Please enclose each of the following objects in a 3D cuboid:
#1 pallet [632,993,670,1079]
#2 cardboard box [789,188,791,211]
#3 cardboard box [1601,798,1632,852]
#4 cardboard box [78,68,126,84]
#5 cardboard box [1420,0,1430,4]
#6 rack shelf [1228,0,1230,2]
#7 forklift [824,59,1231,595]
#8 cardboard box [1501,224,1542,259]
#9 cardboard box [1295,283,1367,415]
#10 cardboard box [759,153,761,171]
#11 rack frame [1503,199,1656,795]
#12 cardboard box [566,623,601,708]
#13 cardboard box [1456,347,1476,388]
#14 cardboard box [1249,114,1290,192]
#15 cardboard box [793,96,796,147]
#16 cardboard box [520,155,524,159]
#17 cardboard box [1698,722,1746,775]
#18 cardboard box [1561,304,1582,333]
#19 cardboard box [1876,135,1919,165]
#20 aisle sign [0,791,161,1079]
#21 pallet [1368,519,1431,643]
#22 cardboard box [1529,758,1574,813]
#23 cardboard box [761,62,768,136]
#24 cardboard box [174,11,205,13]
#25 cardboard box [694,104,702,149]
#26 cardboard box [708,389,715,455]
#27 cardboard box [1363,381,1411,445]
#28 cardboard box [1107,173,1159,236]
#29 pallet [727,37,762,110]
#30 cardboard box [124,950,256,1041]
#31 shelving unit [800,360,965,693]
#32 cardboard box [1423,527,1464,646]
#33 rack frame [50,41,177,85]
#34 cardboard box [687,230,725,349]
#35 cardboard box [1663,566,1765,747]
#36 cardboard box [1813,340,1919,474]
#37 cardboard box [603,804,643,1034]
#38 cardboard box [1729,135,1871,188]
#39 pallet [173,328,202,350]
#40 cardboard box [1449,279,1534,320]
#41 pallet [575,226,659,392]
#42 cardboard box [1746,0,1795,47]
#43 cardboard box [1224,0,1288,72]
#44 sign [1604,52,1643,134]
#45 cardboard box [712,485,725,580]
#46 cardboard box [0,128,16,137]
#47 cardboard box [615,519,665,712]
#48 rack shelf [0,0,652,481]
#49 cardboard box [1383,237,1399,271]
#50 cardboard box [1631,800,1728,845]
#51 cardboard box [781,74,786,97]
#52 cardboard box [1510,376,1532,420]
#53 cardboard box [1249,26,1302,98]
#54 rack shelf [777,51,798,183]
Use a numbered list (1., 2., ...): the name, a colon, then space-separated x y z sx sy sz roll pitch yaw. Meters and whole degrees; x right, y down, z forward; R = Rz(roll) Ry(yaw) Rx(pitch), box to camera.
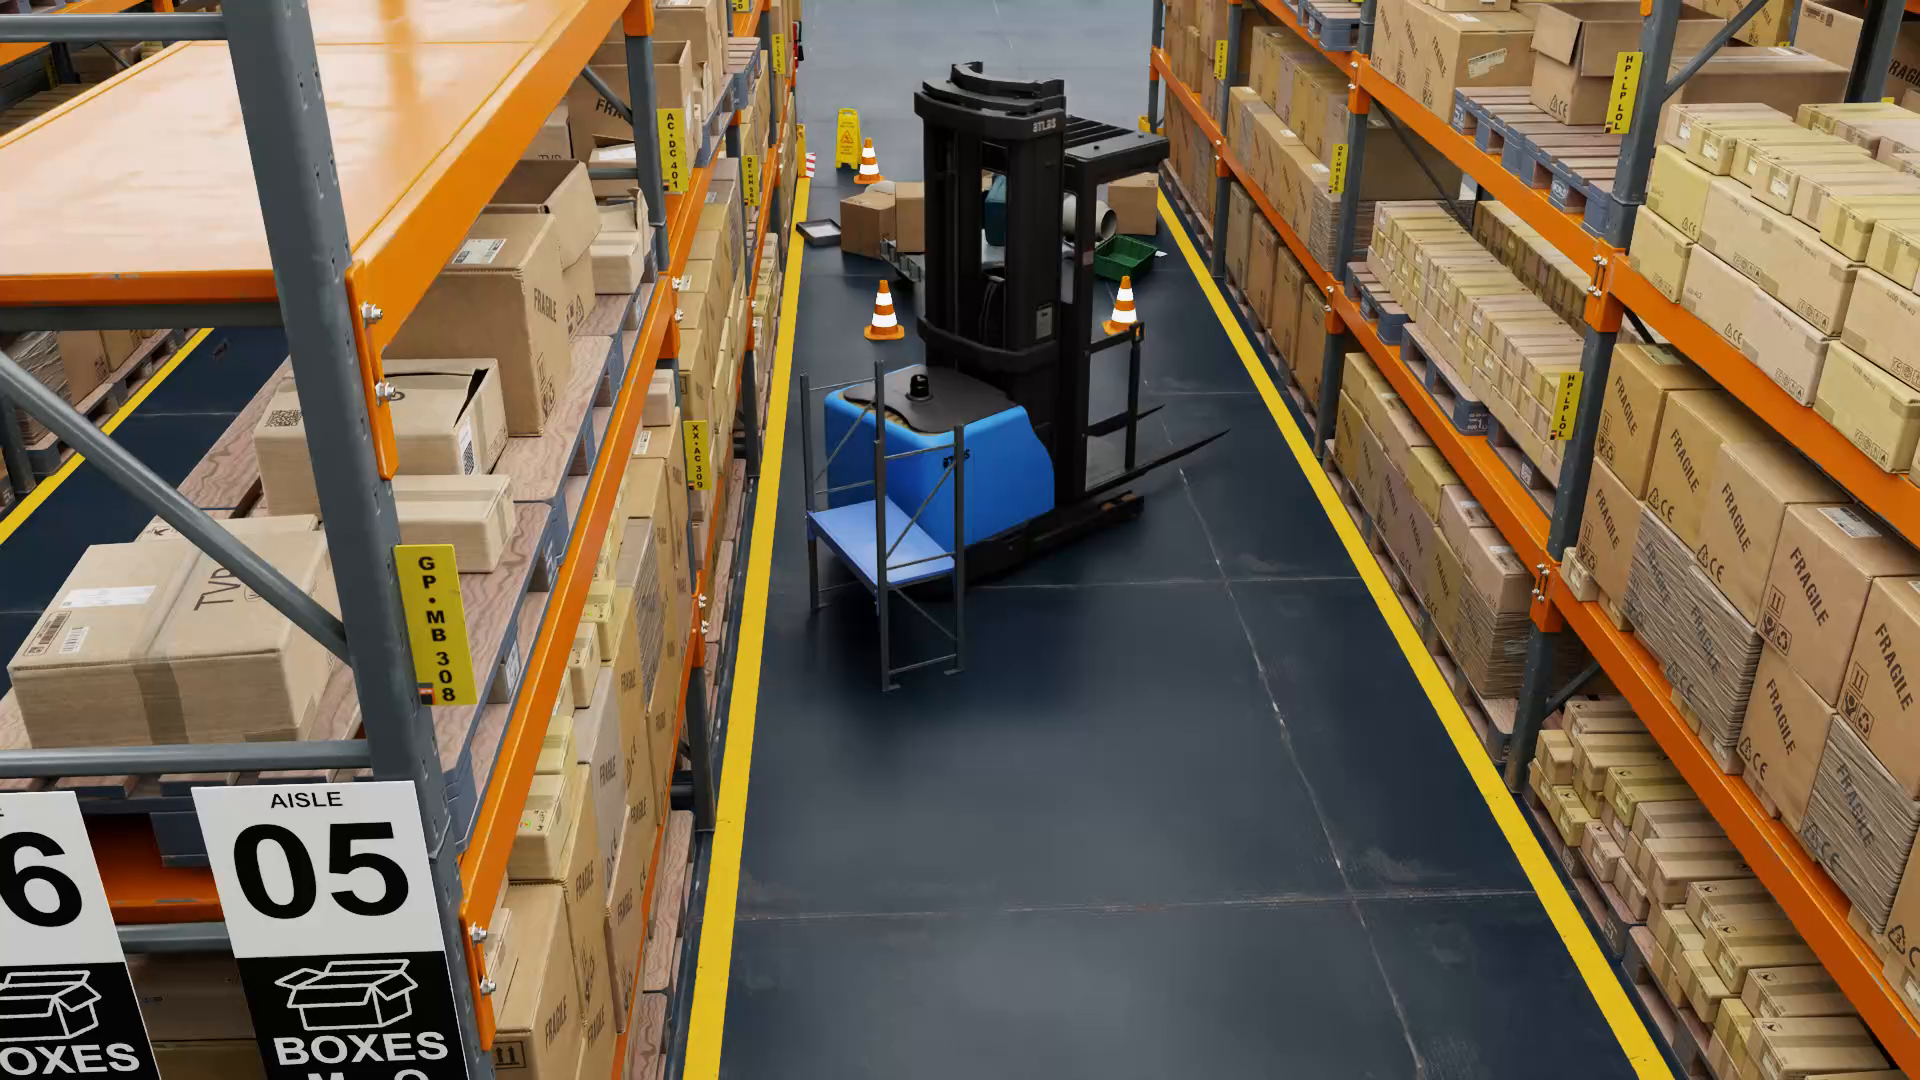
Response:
1. pallet: -1.659 2.224 6.258 1.003 0.211 1.213 -1 28 -3
2. cardboard box: -1.936 -3.362 16.472 0.500 0.250 0.500 -2 28 -3
3. cardboard box: 3.102 1.251 7.415 0.380 0.149 0.250 -2 28 -3
4. cardboard box: -7.335 -3.977 14.323 0.380 0.149 0.250 -2 28 -3
5. cardboard box: 2.815 -3.226 9.512 0.396 0.266 0.258 -1 28 -3
6. rack shelf: 2.729 -5.726 16.018 1.077 0.370 4.000 -1 28 -3
7. forklift: 0.580 -1.535 10.525 3.031 2.935 1.130 -23 35 -37
8. cardboard box: 3.550 -1.830 10.189 0.380 0.149 0.250 -1 28 -1
9. cardboard box: 3.100 -1.416 12.200 1.050 0.750 0.750 -2 28 -3
10. cardboard box: -1.763 -2.997 13.070 0.380 0.149 0.250 -1 28 -3
11. rack frame: 3.251 -0.097 7.691 1.000 3.000 0.127 -1 28 -3
12. cardboard box: -1.273 0.372 4.903 0.380 0.149 0.250 -1 28 -2
13. cardboard box: 2.961 -0.951 9.148 0.380 0.149 0.250 0 28 0
14. cardboard box: 2.642 -3.122 13.384 0.500 0.500 0.500 -2 28 -3
15. cardboard box: -2.011 -4.408 17.666 0.500 0.500 0.500 -1 28 -2
16. cardboard box: -1.866 -1.258 6.005 0.500 0.500 0.500 -1 28 -2
17. cardboard box: 3.056 0.761 6.320 0.380 0.149 0.250 0 28 0
18. cardboard box: 3.606 -1.218 9.338 0.380 0.149 0.250 -2 28 -4
19. cardboard box: 3.619 -1.387 6.112 0.380 0.149 0.250 -1 28 -3
20. aisle sign: -1.784 0.805 3.152 0.394 0.787 0.004 -1 28 -3
21. pallet: 3.142 0.216 10.108 1.003 0.211 1.213 -1 28 -3
22. cardboard box: 2.949 1.157 7.916 0.380 0.149 0.250 -3 28 -5
23. cardboard box: -1.824 -3.550 13.430 0.500 0.500 0.500 -1 28 -2
24. cardboard box: -7.414 -4.939 15.845 0.380 0.149 0.250 -1 28 -2
25. cardboard box: -1.404 -1.936 7.773 0.380 0.166 0.250 -3 28 -6
26. cardboard box: -1.484 -0.536 8.155 0.500 0.250 0.500 -1 28 -2
27. cardboard box: 2.863 -0.796 10.470 0.500 0.250 0.500 -2 28 -3
28. cardboard box: 1.727 -3.376 16.679 0.500 0.500 0.500 3 28 6
29. pallet: -1.809 -2.728 9.697 1.213 0.211 1.003 0 28 0
30. cardboard box: -1.697 0.981 3.735 0.380 0.149 0.250 -1 28 -2
31. shelving unit: -0.437 -0.094 9.309 0.538 1.500 1.048 -13 30 -23
32. cardboard box: 2.934 0.253 9.270 0.500 0.500 0.500 -2 28 -4
33. rack frame: -7.062 -3.503 14.223 1.000 3.000 0.127 -1 28 -3
34. cardboard box: -1.534 -1.333 8.872 0.500 0.500 0.500 -2 28 -3
35. cardboard box: 3.048 0.424 6.264 0.500 0.500 0.500 -2 28 -4
36. cardboard box: 3.078 -0.426 5.242 0.500 0.250 0.500 0 28 0
37. cardboard box: -1.279 1.176 5.144 0.500 0.500 0.500 -2 28 -3
38. cardboard box: 3.075 -1.377 6.094 0.380 0.149 0.250 -2 28 -3
39. pallet: -6.984 -1.928 14.217 1.003 0.211 1.213 -1 28 -3
40. cardboard box: 2.952 -1.342 9.254 0.380 0.149 0.250 -2 28 -3
41. pallet: -1.655 -0.843 5.975 1.003 0.211 1.213 -1 28 -3
42. cardboard box: 7.493 -4.685 14.978 0.500 0.500 0.500 -1 28 -3
43. cardboard box: 2.848 -4.507 14.819 0.875 0.550 0.550 -1 28 -3
44. sign: 2.697 -1.815 6.758 0.100 0.325 0.005 -1 28 -3
45. cardboard box: -1.901 -0.289 9.903 0.875 0.875 0.875 -1 28 -2
46. cardboard box: -7.224 -2.962 12.377 0.380 0.149 0.250 -1 28 -2
47. cardboard box: -1.332 0.263 5.813 0.500 0.500 0.500 -1 28 -2
48. rack shelf: -1.583 -1.170 4.473 1.077 0.370 4.000 -1 28 -3
49. cardboard box: 2.883 -1.797 10.448 0.380 0.149 0.250 0 28 0
50. cardboard box: 3.116 1.246 7.103 0.380 0.149 0.250 -2 28 -4
51. cardboard box: -1.912 -4.474 15.655 0.500 0.500 0.500 -2 28 -3
52. cardboard box: 3.008 -0.718 8.380 0.380 0.149 0.250 0 28 0
53. cardboard box: 2.865 -4.050 14.081 0.700 0.500 0.500 -2 28 -4
54. rack shelf: -2.209 -4.229 16.394 1.077 0.370 4.000 -1 28 -3
